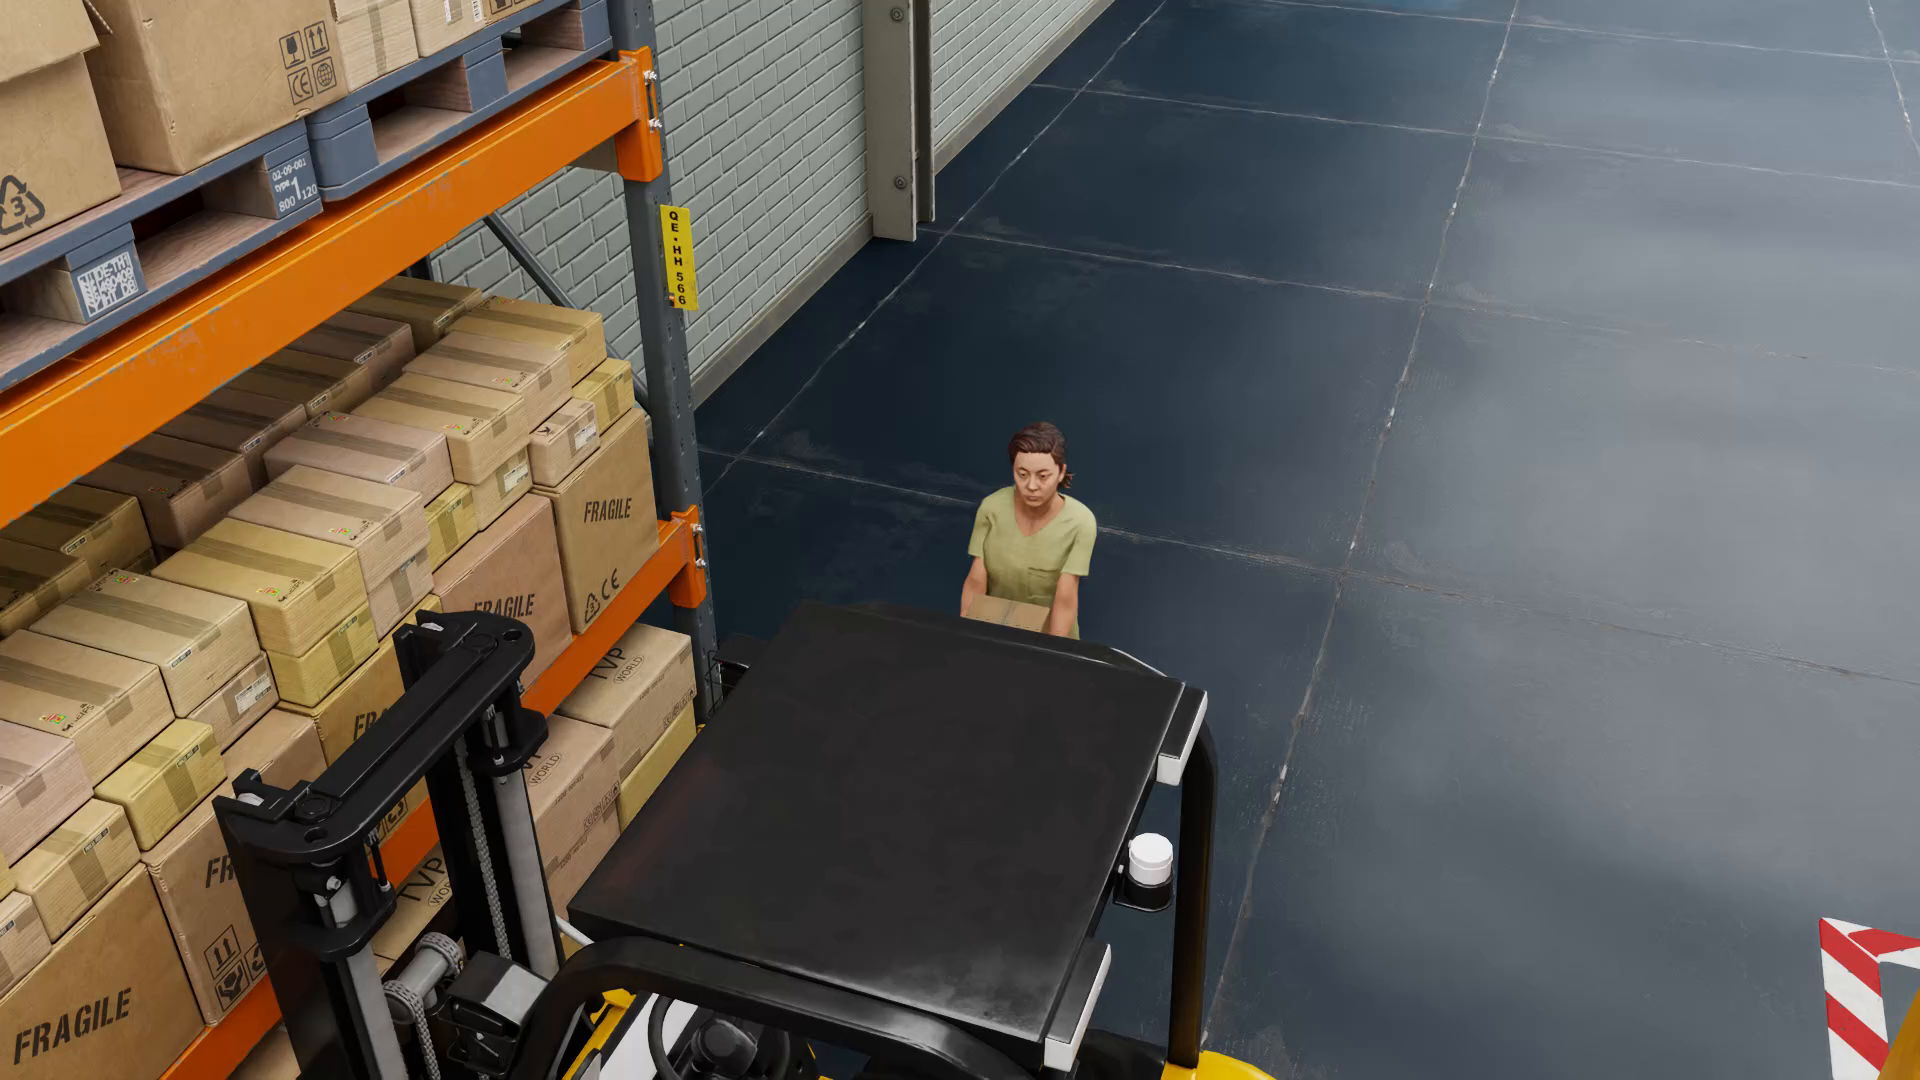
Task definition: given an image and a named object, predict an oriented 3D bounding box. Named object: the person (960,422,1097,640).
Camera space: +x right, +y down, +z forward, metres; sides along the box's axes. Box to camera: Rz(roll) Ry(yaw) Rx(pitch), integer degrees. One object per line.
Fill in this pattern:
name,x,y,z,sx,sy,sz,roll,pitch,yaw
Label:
person,0.206,0.402,5.543,0.405,1.669,0.527,11,35,16
